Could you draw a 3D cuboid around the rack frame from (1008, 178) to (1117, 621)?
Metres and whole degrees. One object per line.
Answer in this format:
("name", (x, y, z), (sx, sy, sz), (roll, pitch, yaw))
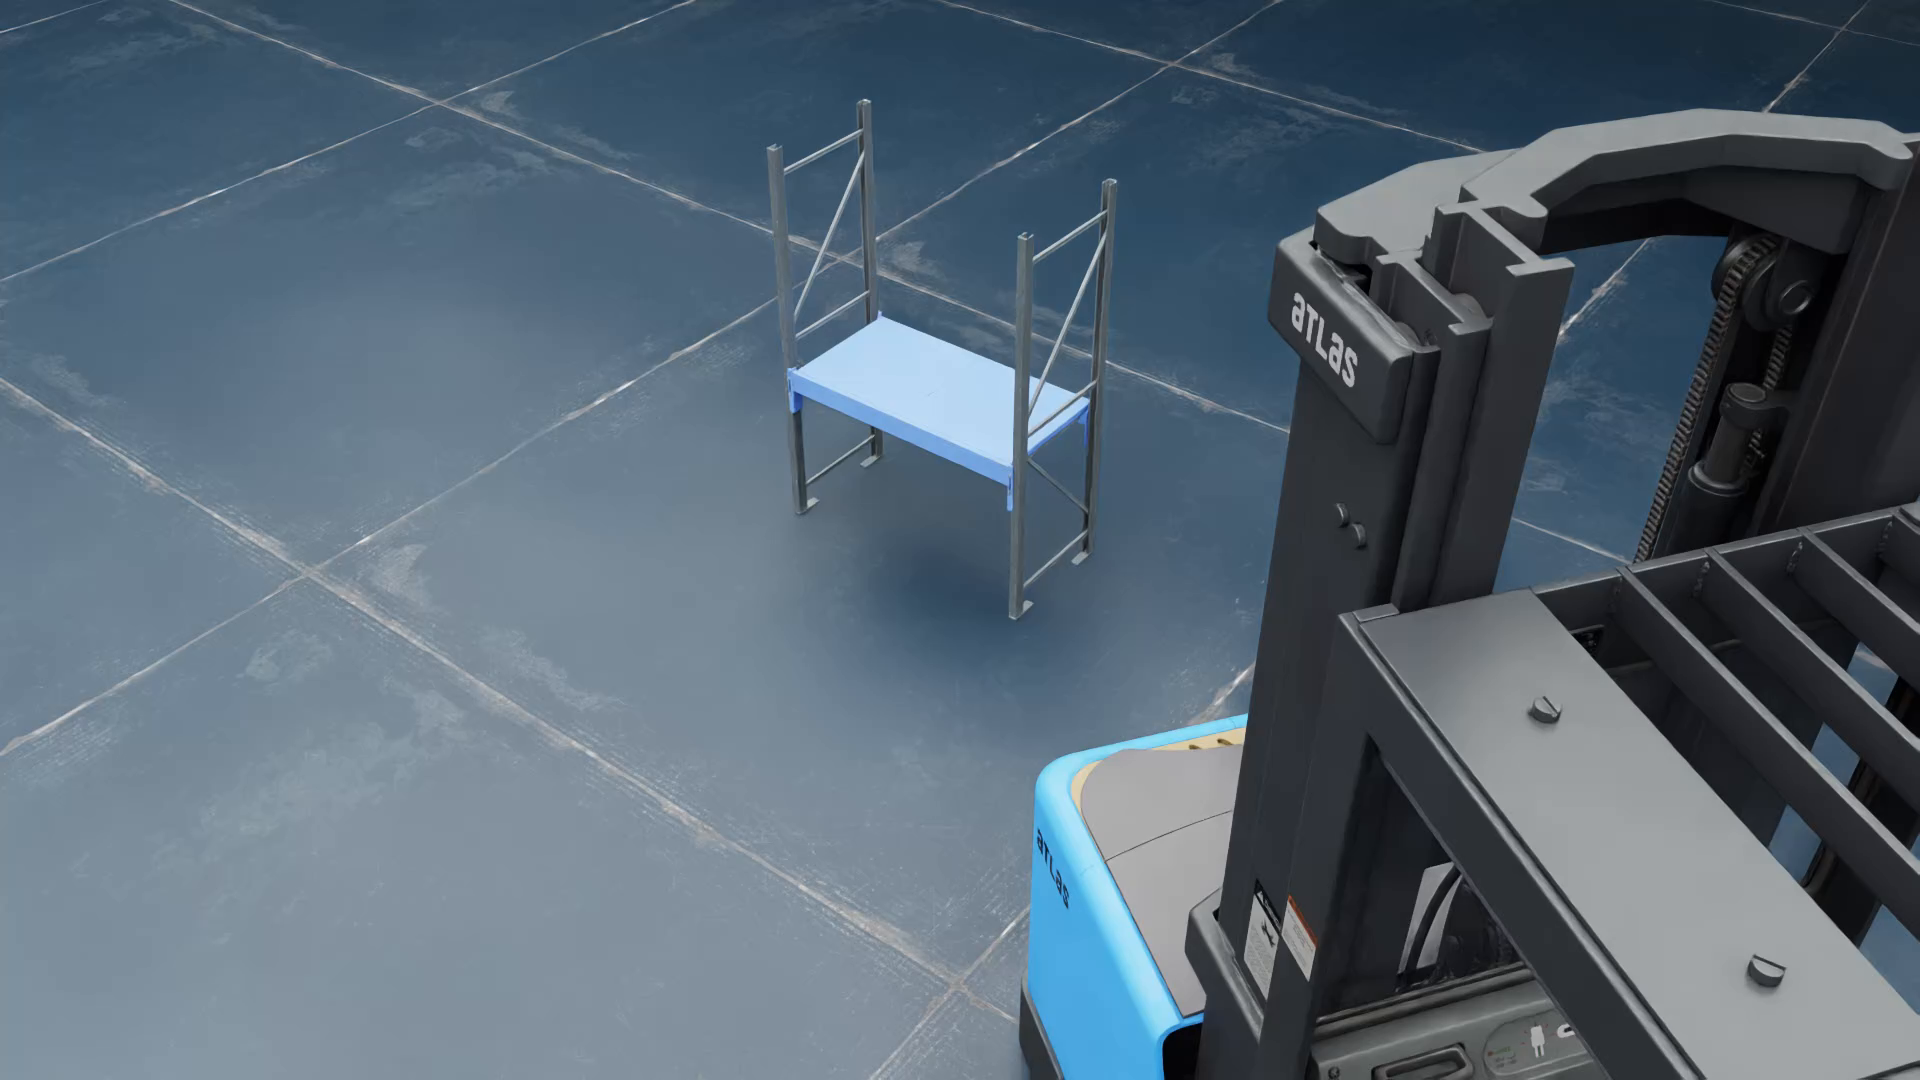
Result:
("rack frame", (0.336, -0.432, 5.585), (0.032, 1.500, 0.500), (25, 45, 29))

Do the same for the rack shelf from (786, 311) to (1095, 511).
("rack shelf", (-0.068, -0.481, 5.939), (1.000, 0.185, 0.538), (25, 45, 29))

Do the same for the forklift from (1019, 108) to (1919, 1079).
("forklift", (1.084, 0.982, 2.618), (1.130, 2.935, 3.031), (-11, 39, -14))

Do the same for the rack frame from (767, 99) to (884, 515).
("rack frame", (-0.472, -0.813, 6.072), (0.032, 1.500, 0.500), (25, 45, 29))

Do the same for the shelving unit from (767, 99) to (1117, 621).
("shelving unit", (-0.068, -0.622, 5.828), (1.048, 1.500, 0.538), (25, 45, 29))
